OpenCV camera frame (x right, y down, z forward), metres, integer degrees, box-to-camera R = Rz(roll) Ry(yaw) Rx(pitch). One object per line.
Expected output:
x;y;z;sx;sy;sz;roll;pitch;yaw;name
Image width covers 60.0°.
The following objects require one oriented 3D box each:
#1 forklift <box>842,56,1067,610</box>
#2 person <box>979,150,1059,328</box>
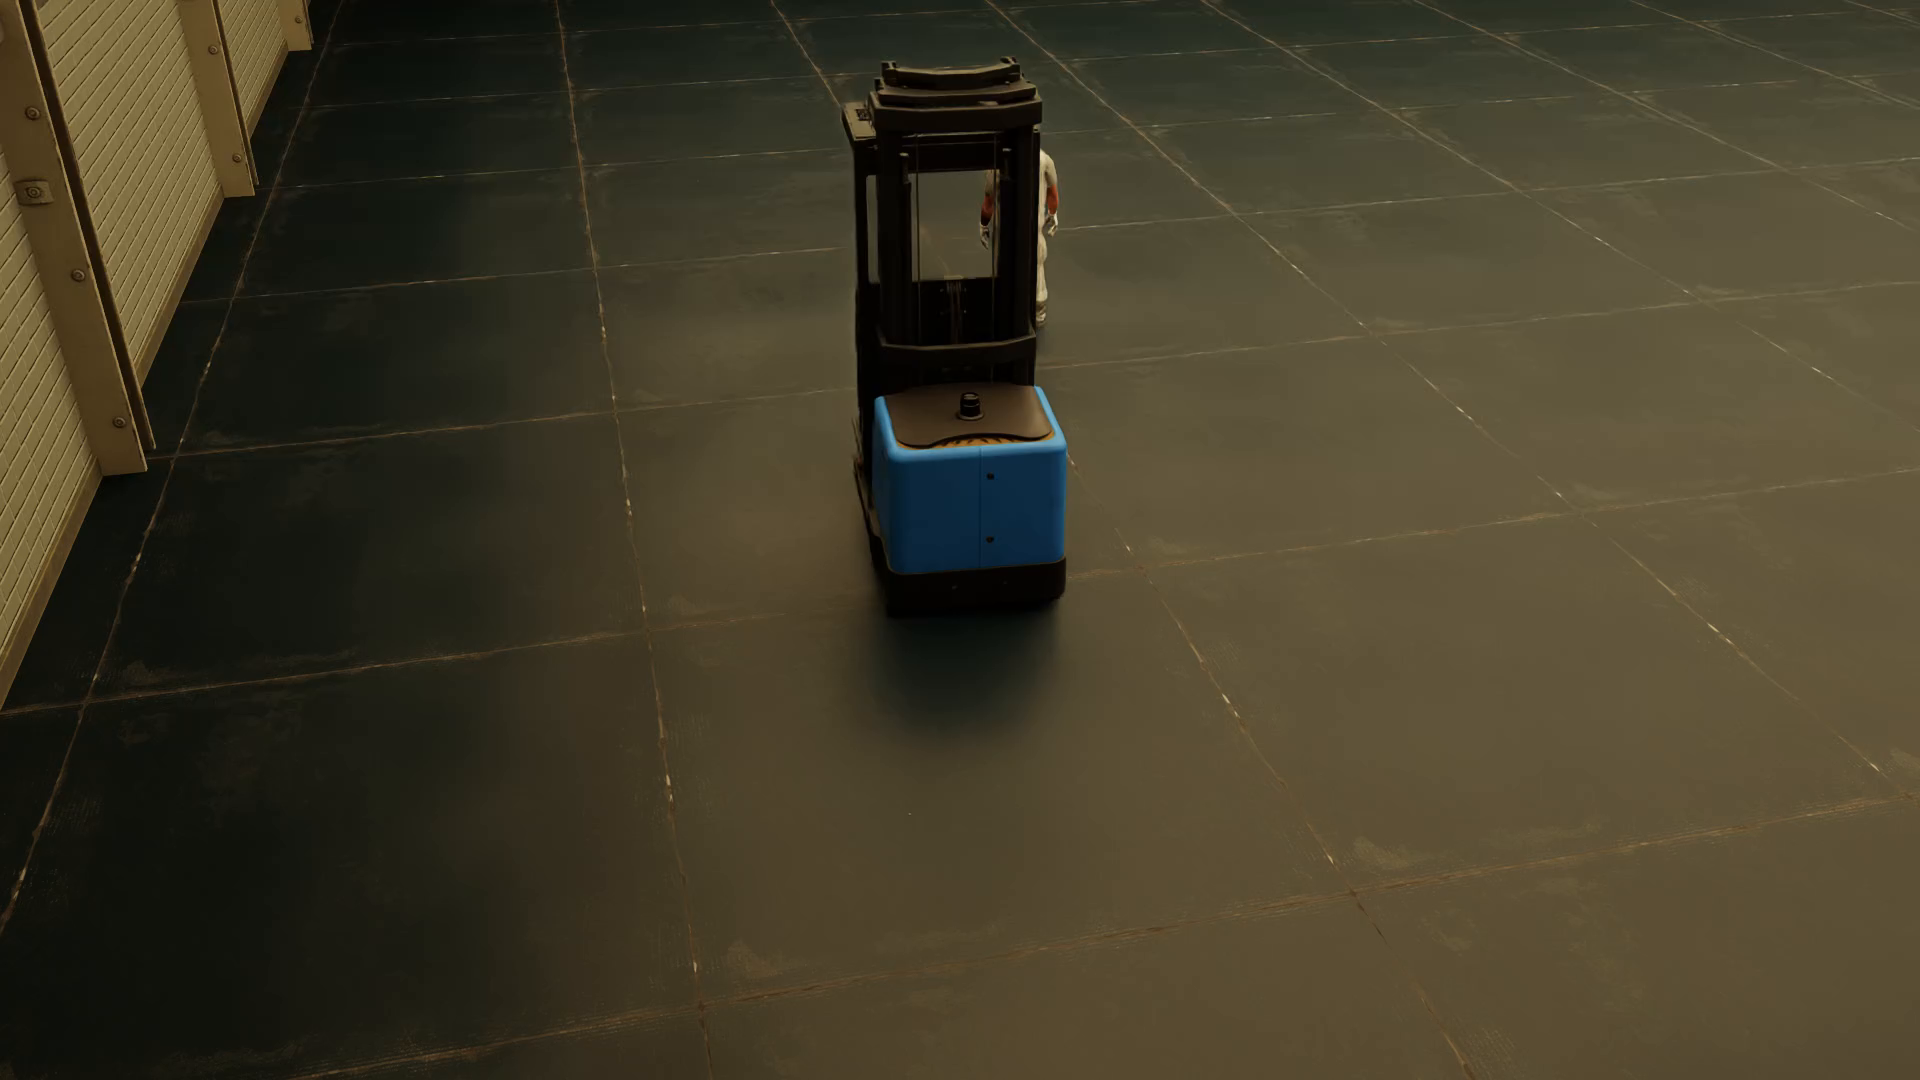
-0.116;-1.582;10.308;1.130;2.935;3.031;-4;30;-8;forklift
0.443;-2.472;12.972;0.637;1.789;0.558;-7;31;-12;person
